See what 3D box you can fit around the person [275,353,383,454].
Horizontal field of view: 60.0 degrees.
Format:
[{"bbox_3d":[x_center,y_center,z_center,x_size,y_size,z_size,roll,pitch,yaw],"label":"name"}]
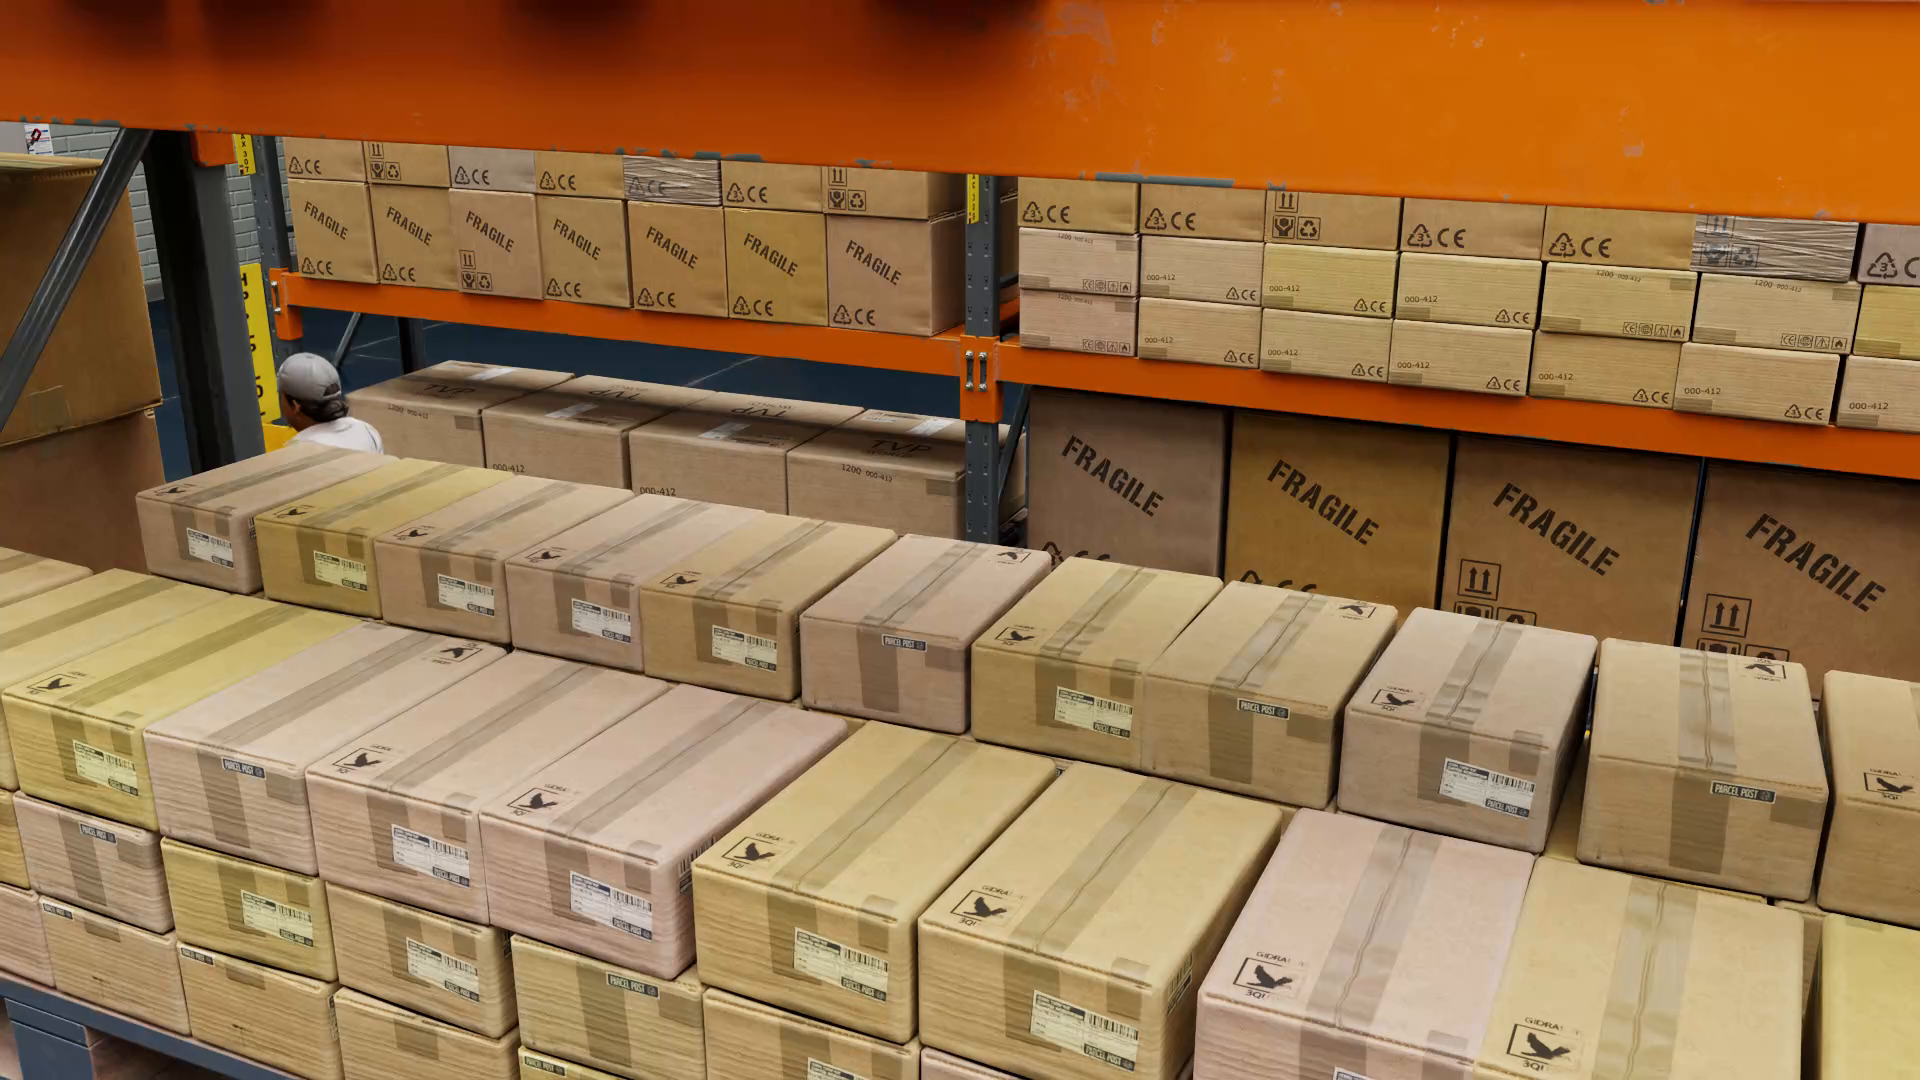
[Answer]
[{"bbox_3d":[-1.983,0.181,5.528,0.748,1.627,0.510,5,20,14],"label":"person"}]
